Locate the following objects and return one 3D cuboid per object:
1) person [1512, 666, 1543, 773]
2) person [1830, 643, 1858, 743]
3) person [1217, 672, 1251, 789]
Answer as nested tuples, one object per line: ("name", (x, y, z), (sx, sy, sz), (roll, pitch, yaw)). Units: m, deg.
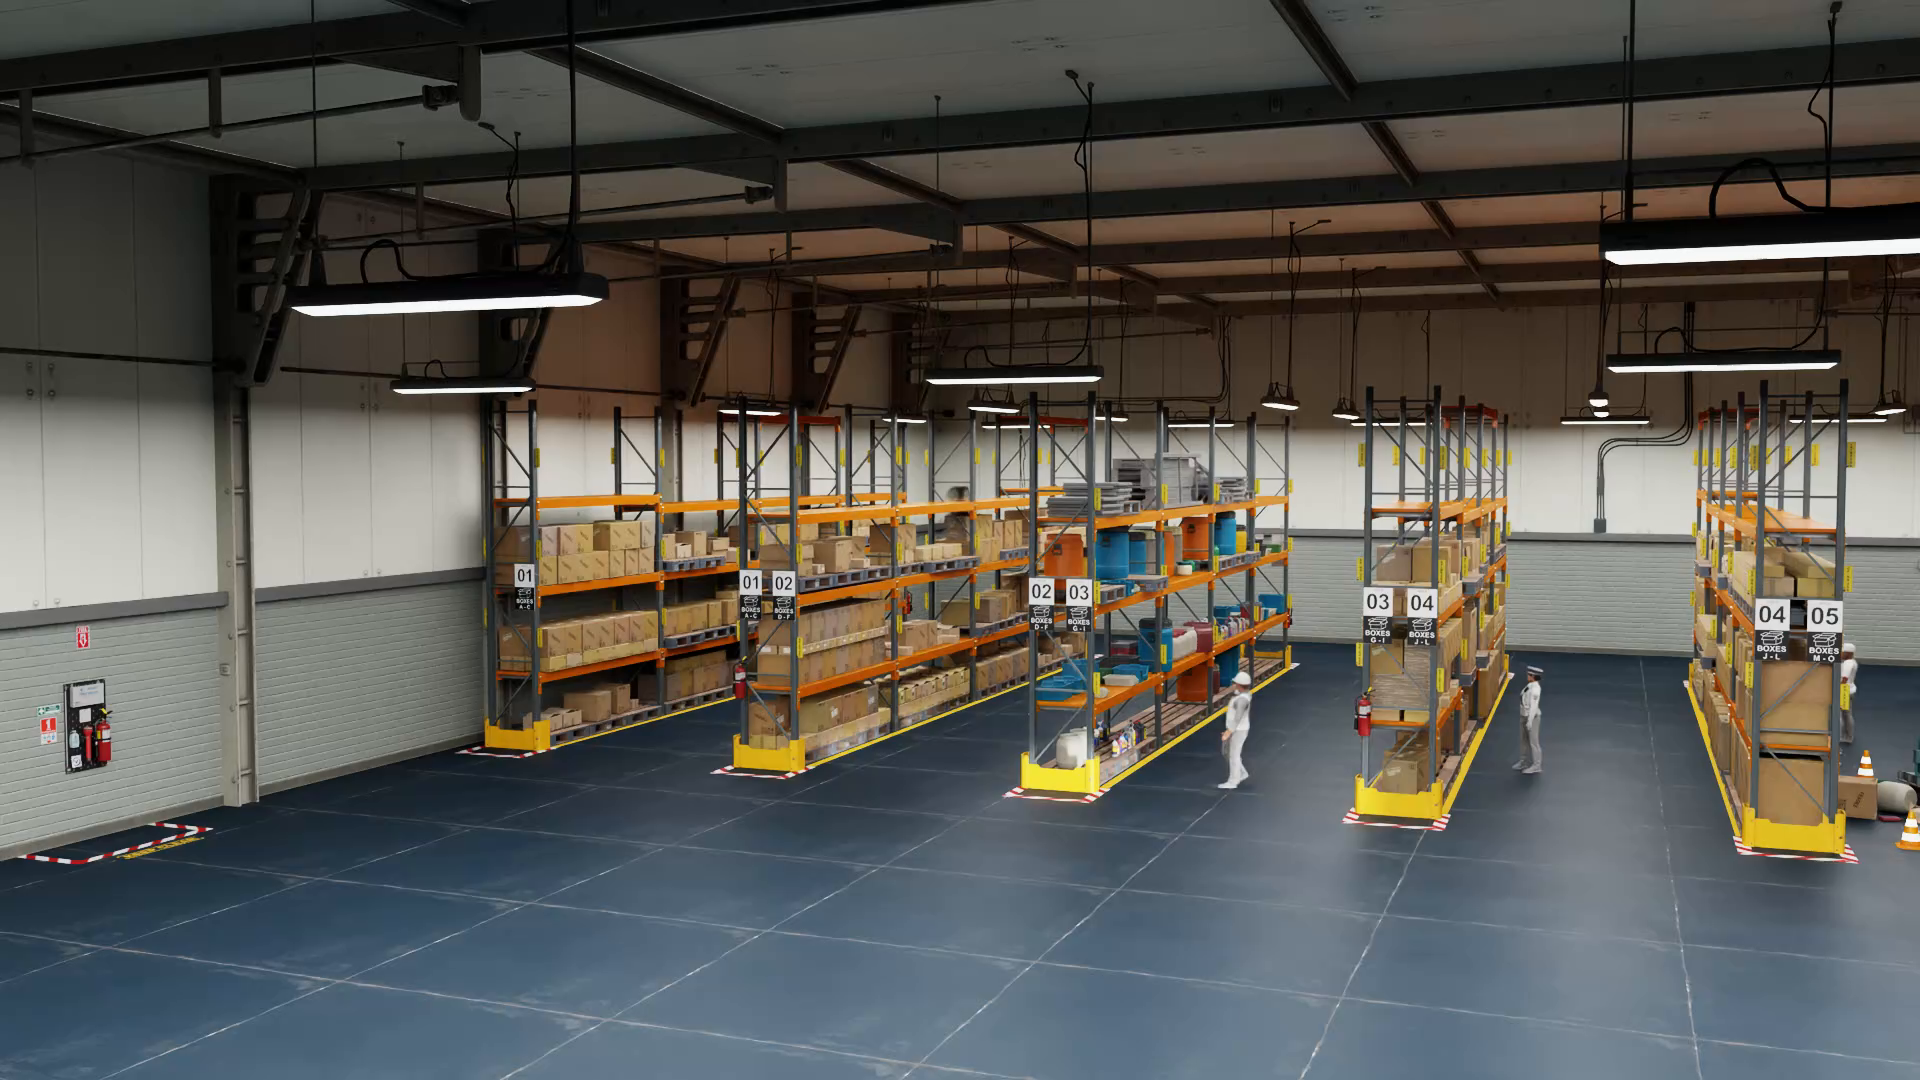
("person", (9.078, 2.851, 26.570), (0.422, 1.673, 0.543), (0, 3, -6))
("person", (15.437, 2.694, 29.105), (0.688, 1.773, 0.474), (-2, 3, -35))
("person", (4.159, 2.881, 25.219), (0.521, 1.779, 0.615), (0, 3, 2))
